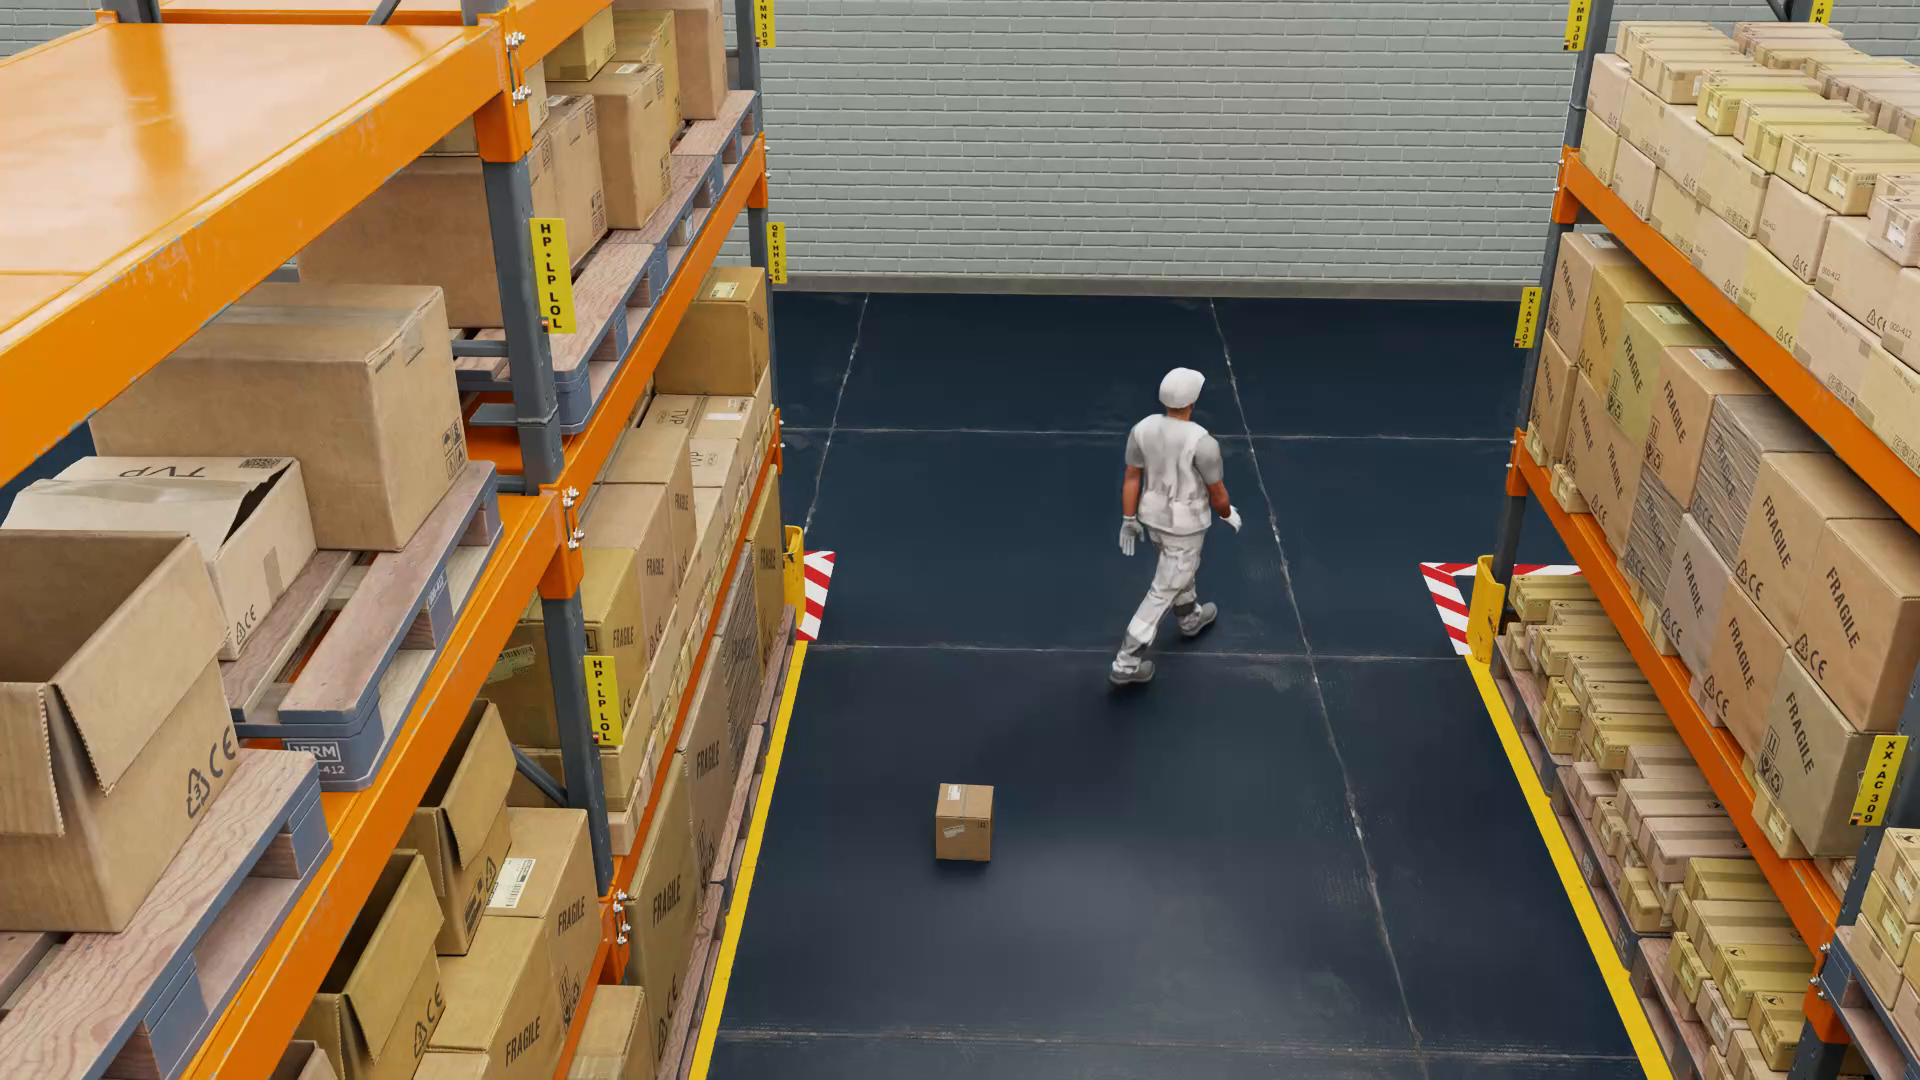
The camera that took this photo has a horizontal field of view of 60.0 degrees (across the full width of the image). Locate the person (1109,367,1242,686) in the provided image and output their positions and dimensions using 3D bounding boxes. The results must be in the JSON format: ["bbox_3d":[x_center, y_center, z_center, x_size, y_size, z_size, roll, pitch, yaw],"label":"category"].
[{"bbox_3d":[1.165,-0.114,8.826,1.070,1.740,0.525,-24,36,-38],"label":"person"}]
